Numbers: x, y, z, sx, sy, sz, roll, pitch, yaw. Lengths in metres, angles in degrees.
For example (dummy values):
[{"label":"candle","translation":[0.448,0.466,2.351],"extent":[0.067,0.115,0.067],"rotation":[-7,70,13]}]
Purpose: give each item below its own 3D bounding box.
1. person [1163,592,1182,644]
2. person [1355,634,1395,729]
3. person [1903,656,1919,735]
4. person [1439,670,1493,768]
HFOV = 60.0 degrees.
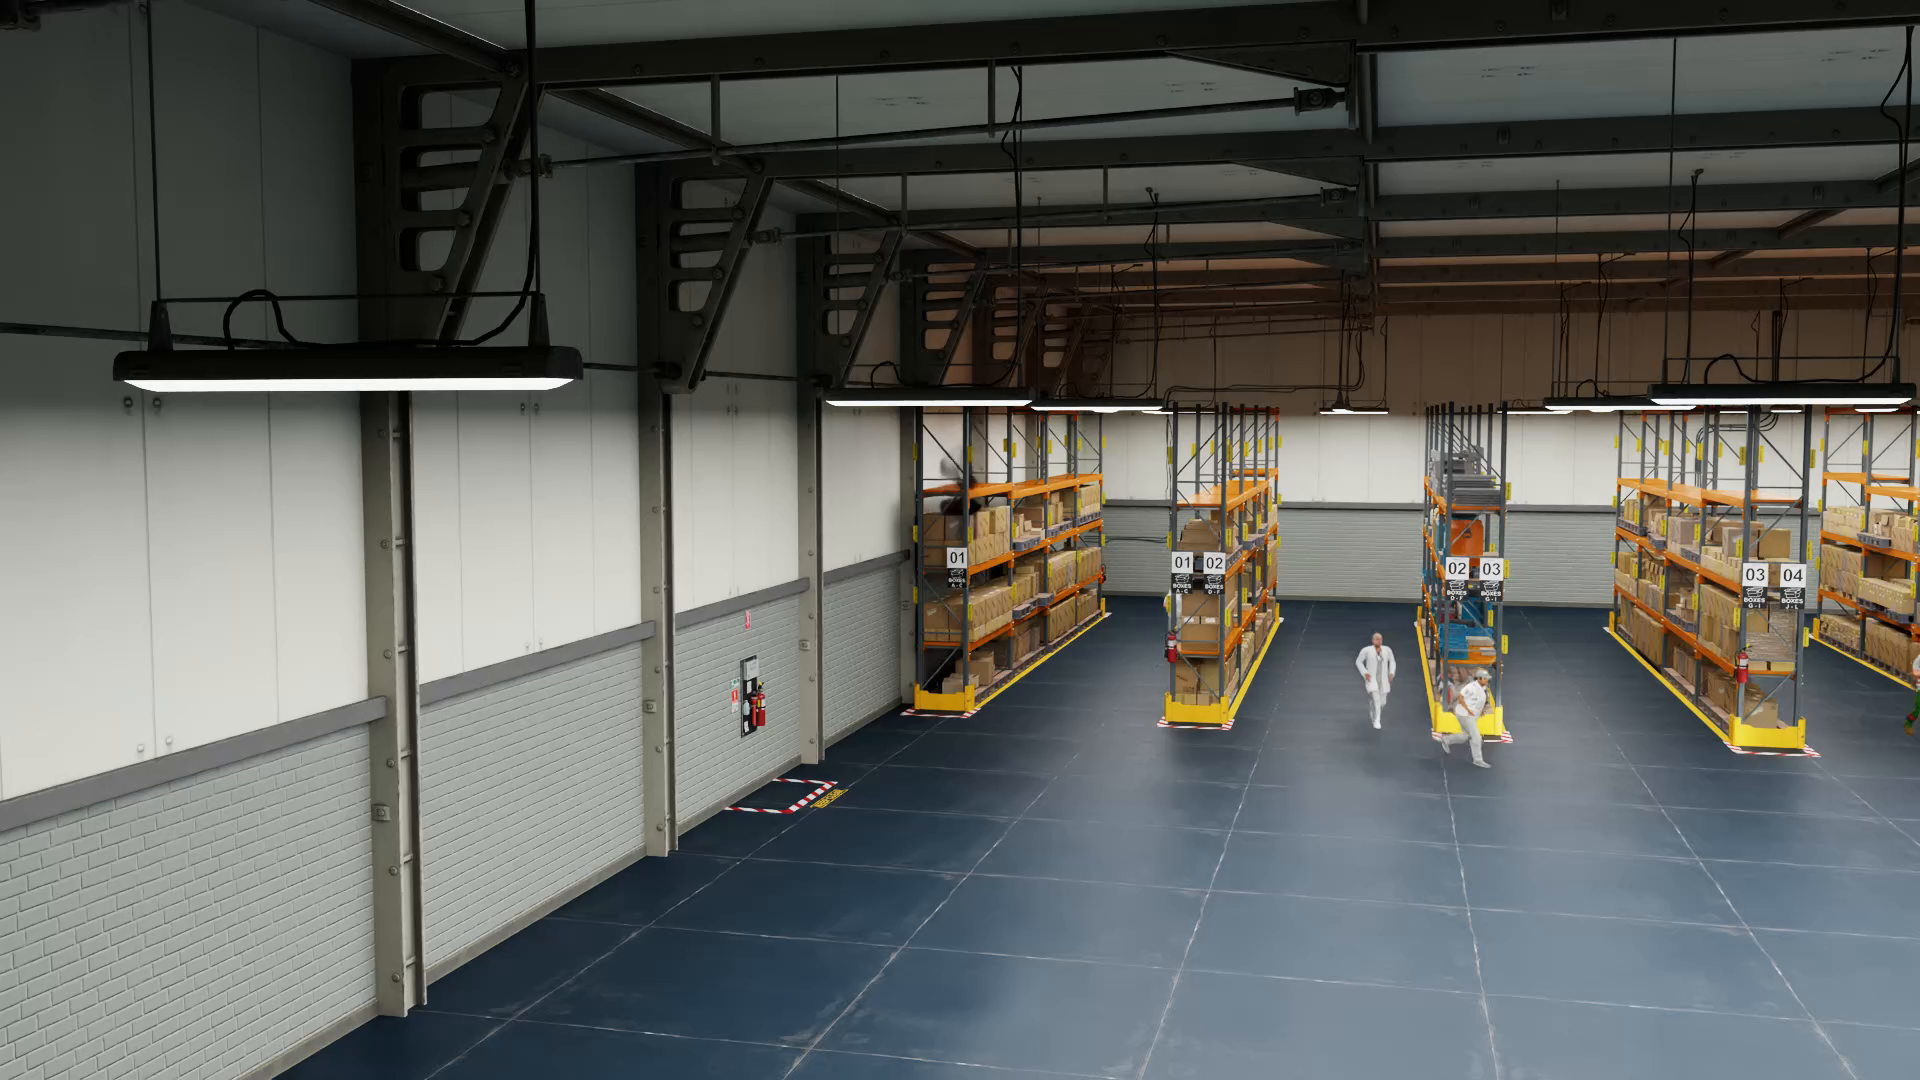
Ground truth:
[{"label":"person","translation":[5.288,1.857,40.517],"extent":[0.674,1.740,0.782],"rotation":[1,4,11]},{"label":"person","translation":[7.705,2.601,30.898],"extent":[0.741,1.769,0.714],"rotation":[0,4,-6]},{"label":"person","translation":[17.028,2.636,29.283],"extent":[0.664,1.798,0.944],"rotation":[0,4,-6]},{"label":"person","translation":[8.315,2.907,27.399],"extent":[0.608,1.614,0.922],"rotation":[-4,6,-43]}]
